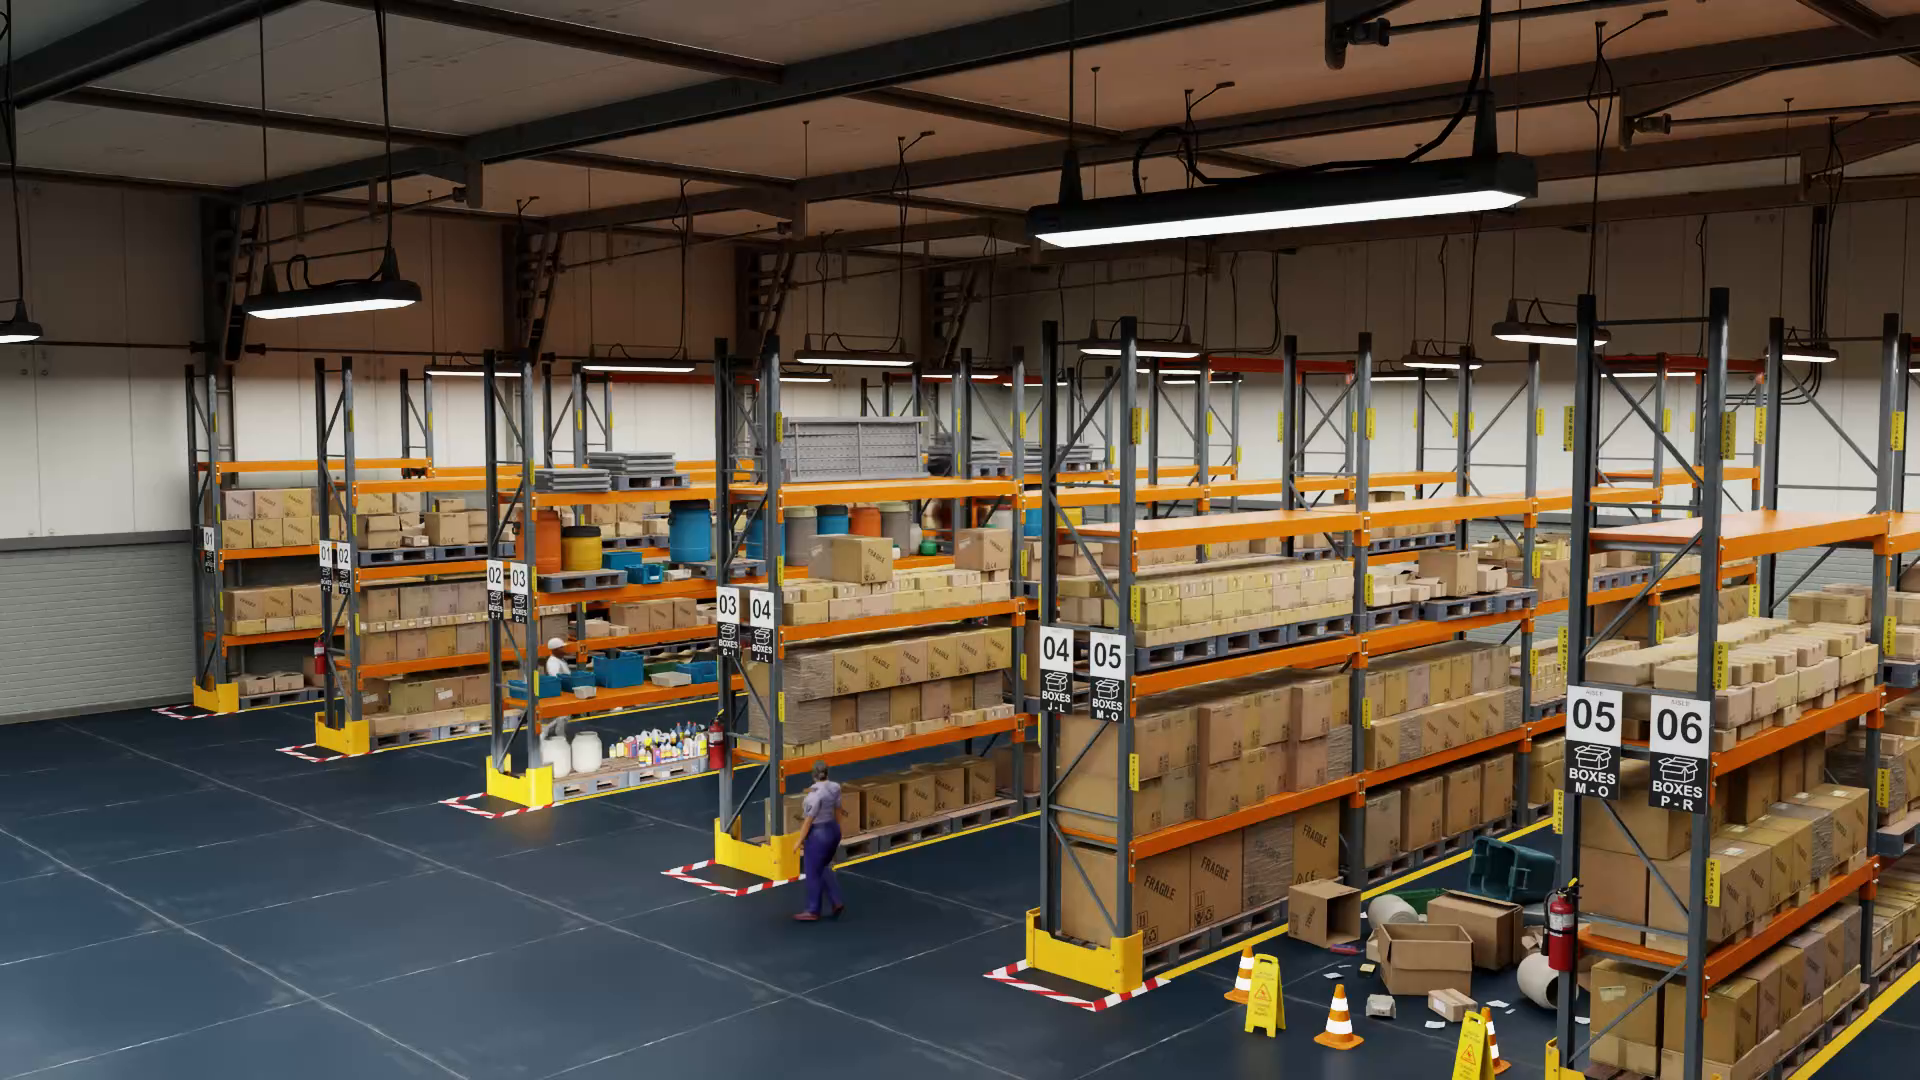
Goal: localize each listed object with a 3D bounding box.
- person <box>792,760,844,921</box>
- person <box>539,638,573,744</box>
[{"bbox_3d":[-1.449,3.073,16.970,0.455,1.679,0.577,2,5,23],"label":"person"},{"bbox_3d":[-6.100,2.348,25.138,0.603,1.758,0.581,-1,4,-13],"label":"person"}]
